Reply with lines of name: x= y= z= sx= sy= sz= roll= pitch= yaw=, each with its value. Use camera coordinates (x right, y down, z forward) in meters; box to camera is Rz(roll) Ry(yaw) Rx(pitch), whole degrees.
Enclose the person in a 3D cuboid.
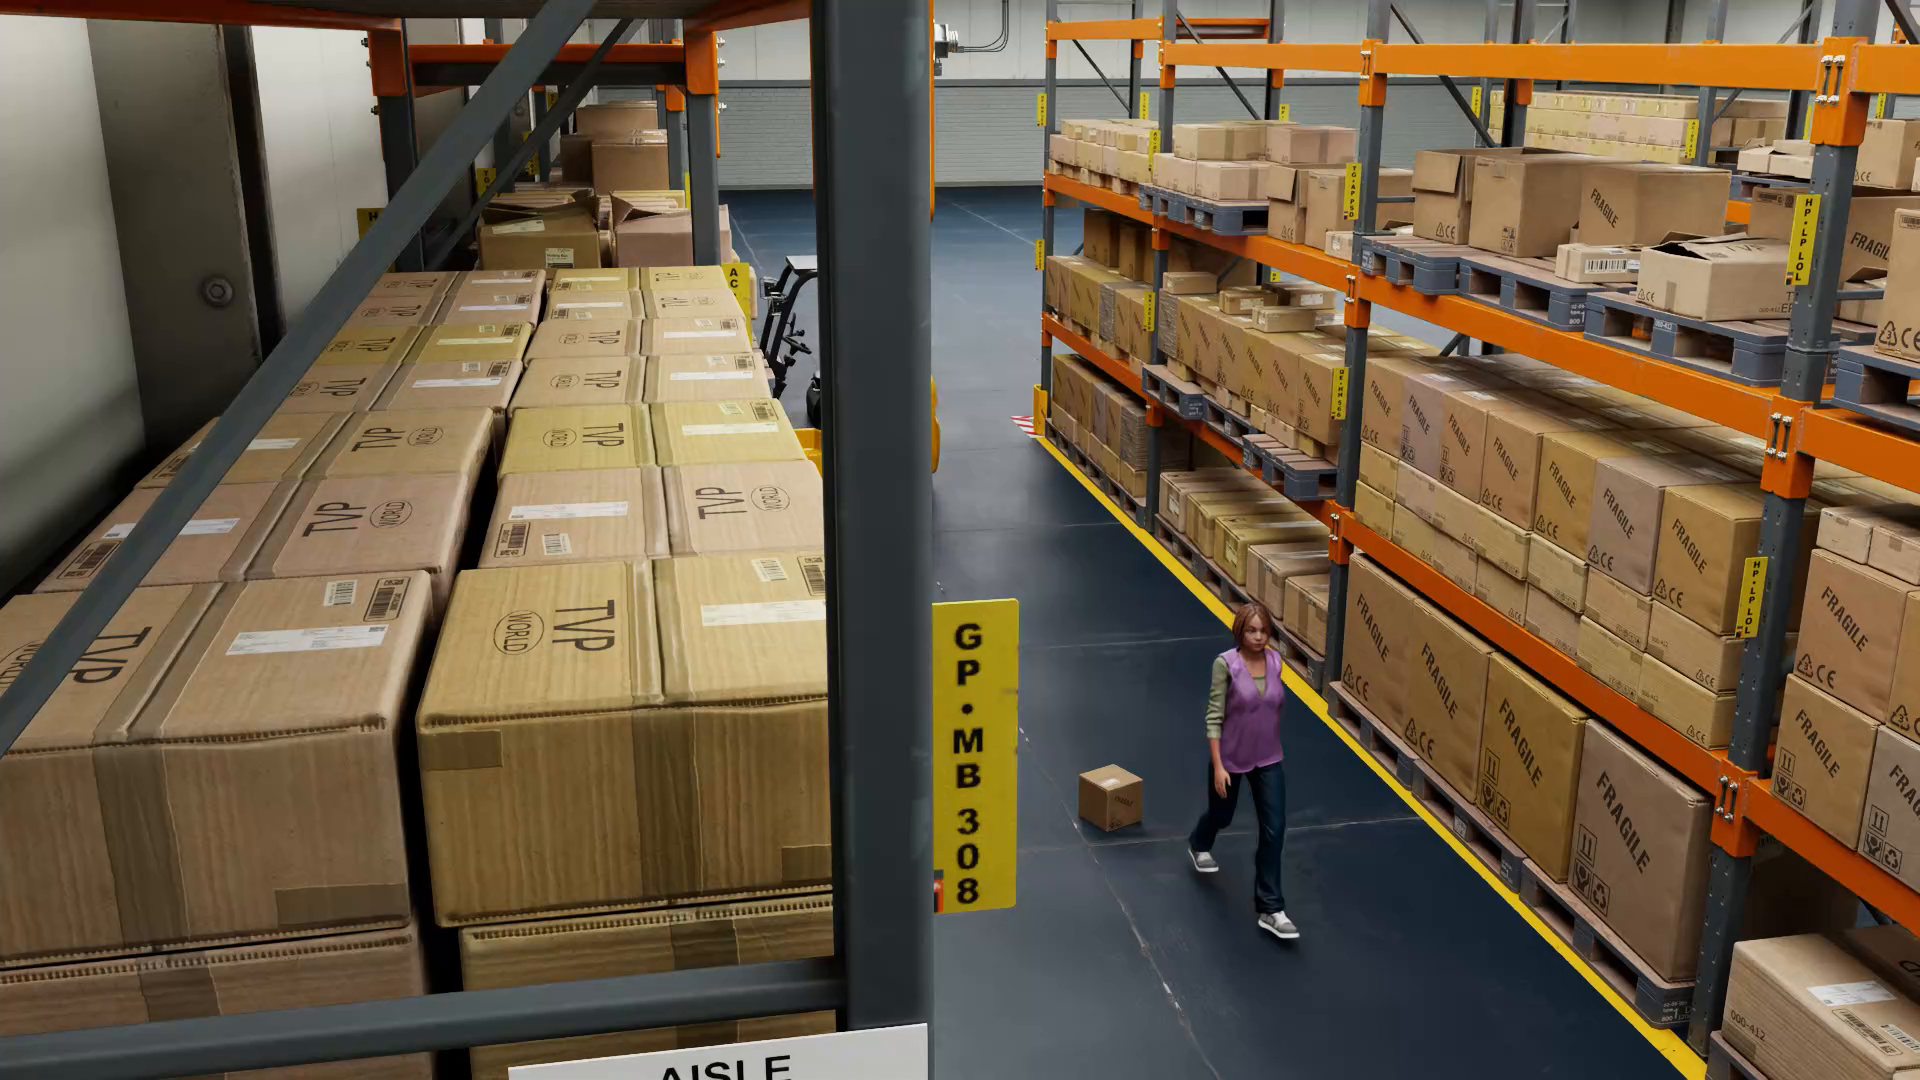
person: x=1.372 y=1.057 z=8.012 sx=0.424 sy=1.549 sz=0.910 roll=-3 pitch=17 yaw=-11
